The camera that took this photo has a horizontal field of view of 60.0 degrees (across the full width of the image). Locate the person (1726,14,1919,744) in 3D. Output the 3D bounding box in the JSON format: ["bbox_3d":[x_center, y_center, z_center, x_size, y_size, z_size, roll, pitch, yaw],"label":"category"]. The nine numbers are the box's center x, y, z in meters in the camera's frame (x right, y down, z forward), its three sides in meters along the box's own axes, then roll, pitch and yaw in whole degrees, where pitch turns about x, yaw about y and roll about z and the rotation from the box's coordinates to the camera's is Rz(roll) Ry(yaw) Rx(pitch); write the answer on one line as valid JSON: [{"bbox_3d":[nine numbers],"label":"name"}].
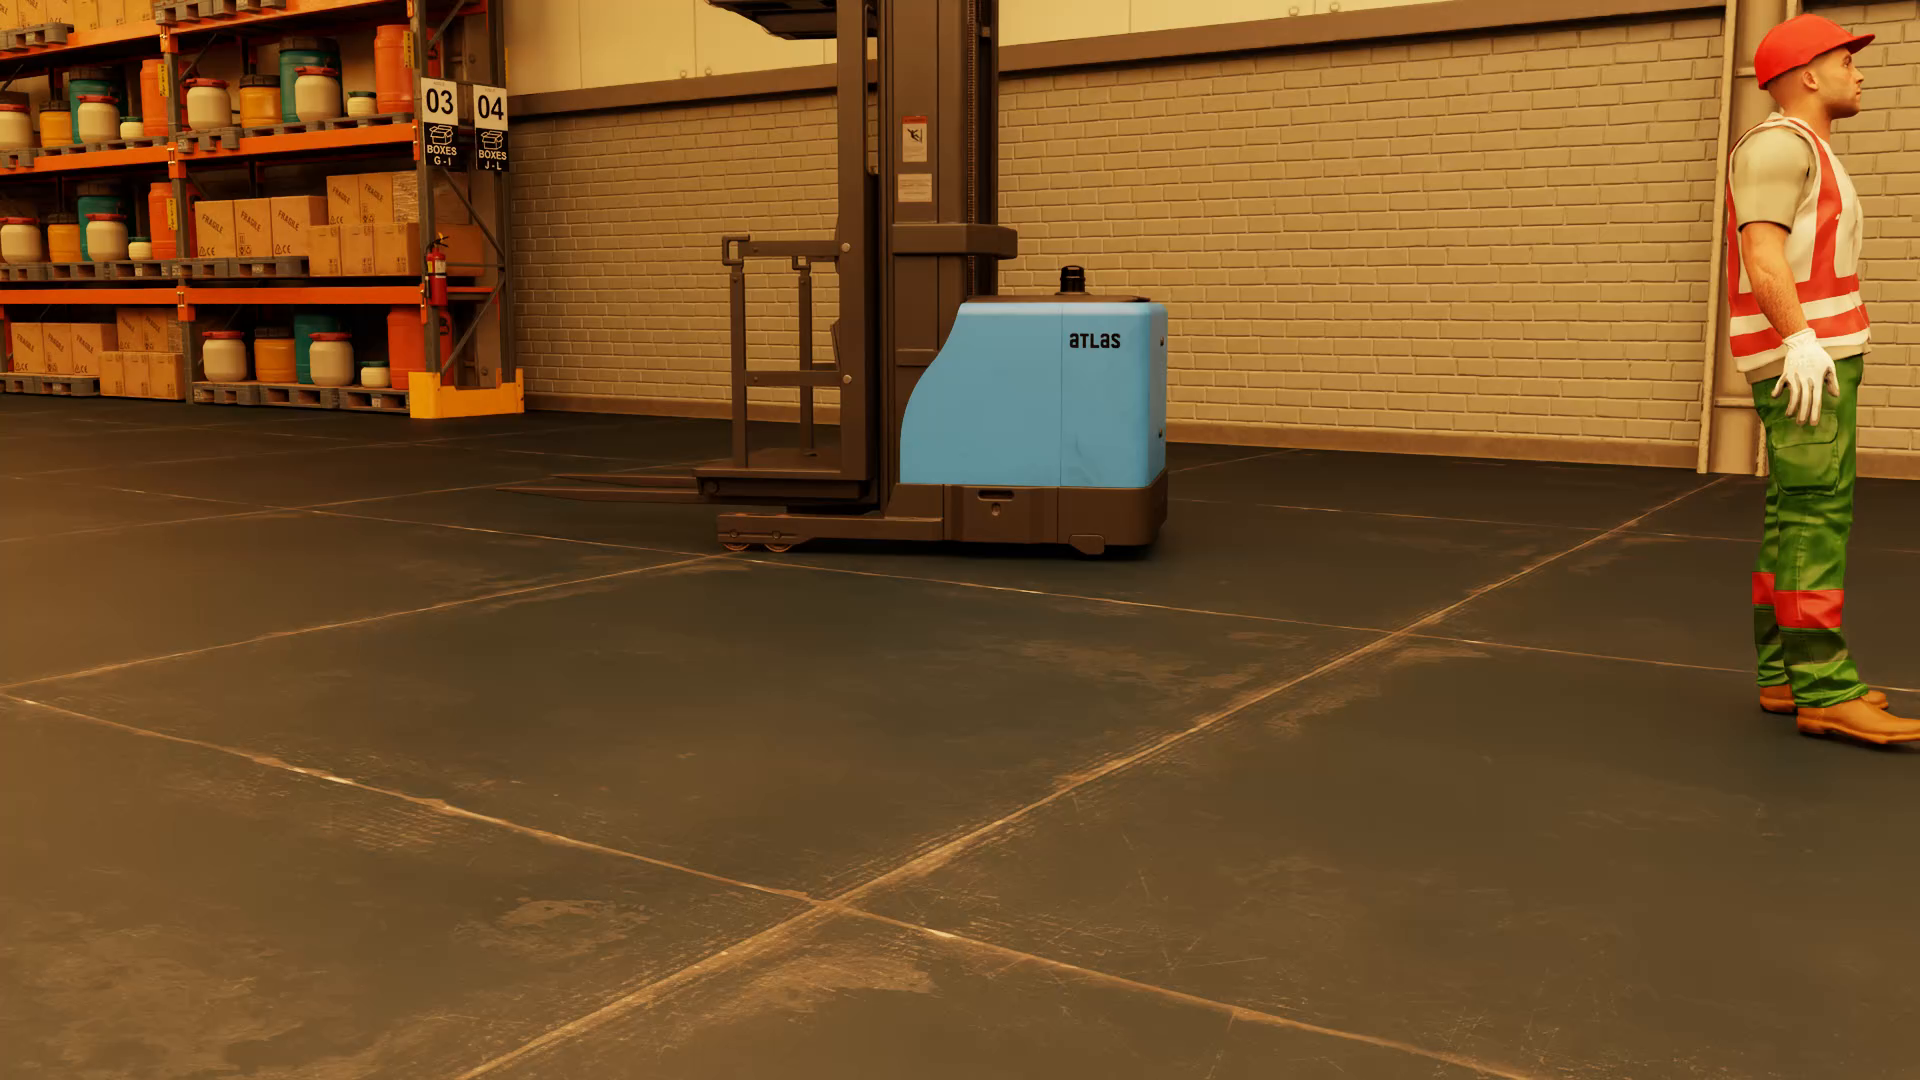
[{"bbox_3d":[2.237,-0.431,4.232,0.561,1.790,0.638,5,10,33],"label":"person"}]

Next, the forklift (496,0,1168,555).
[{"bbox_3d":[-0.596,-1.469,7.520,3.031,2.935,1.130,2,8,12],"label":"forklift"}]
